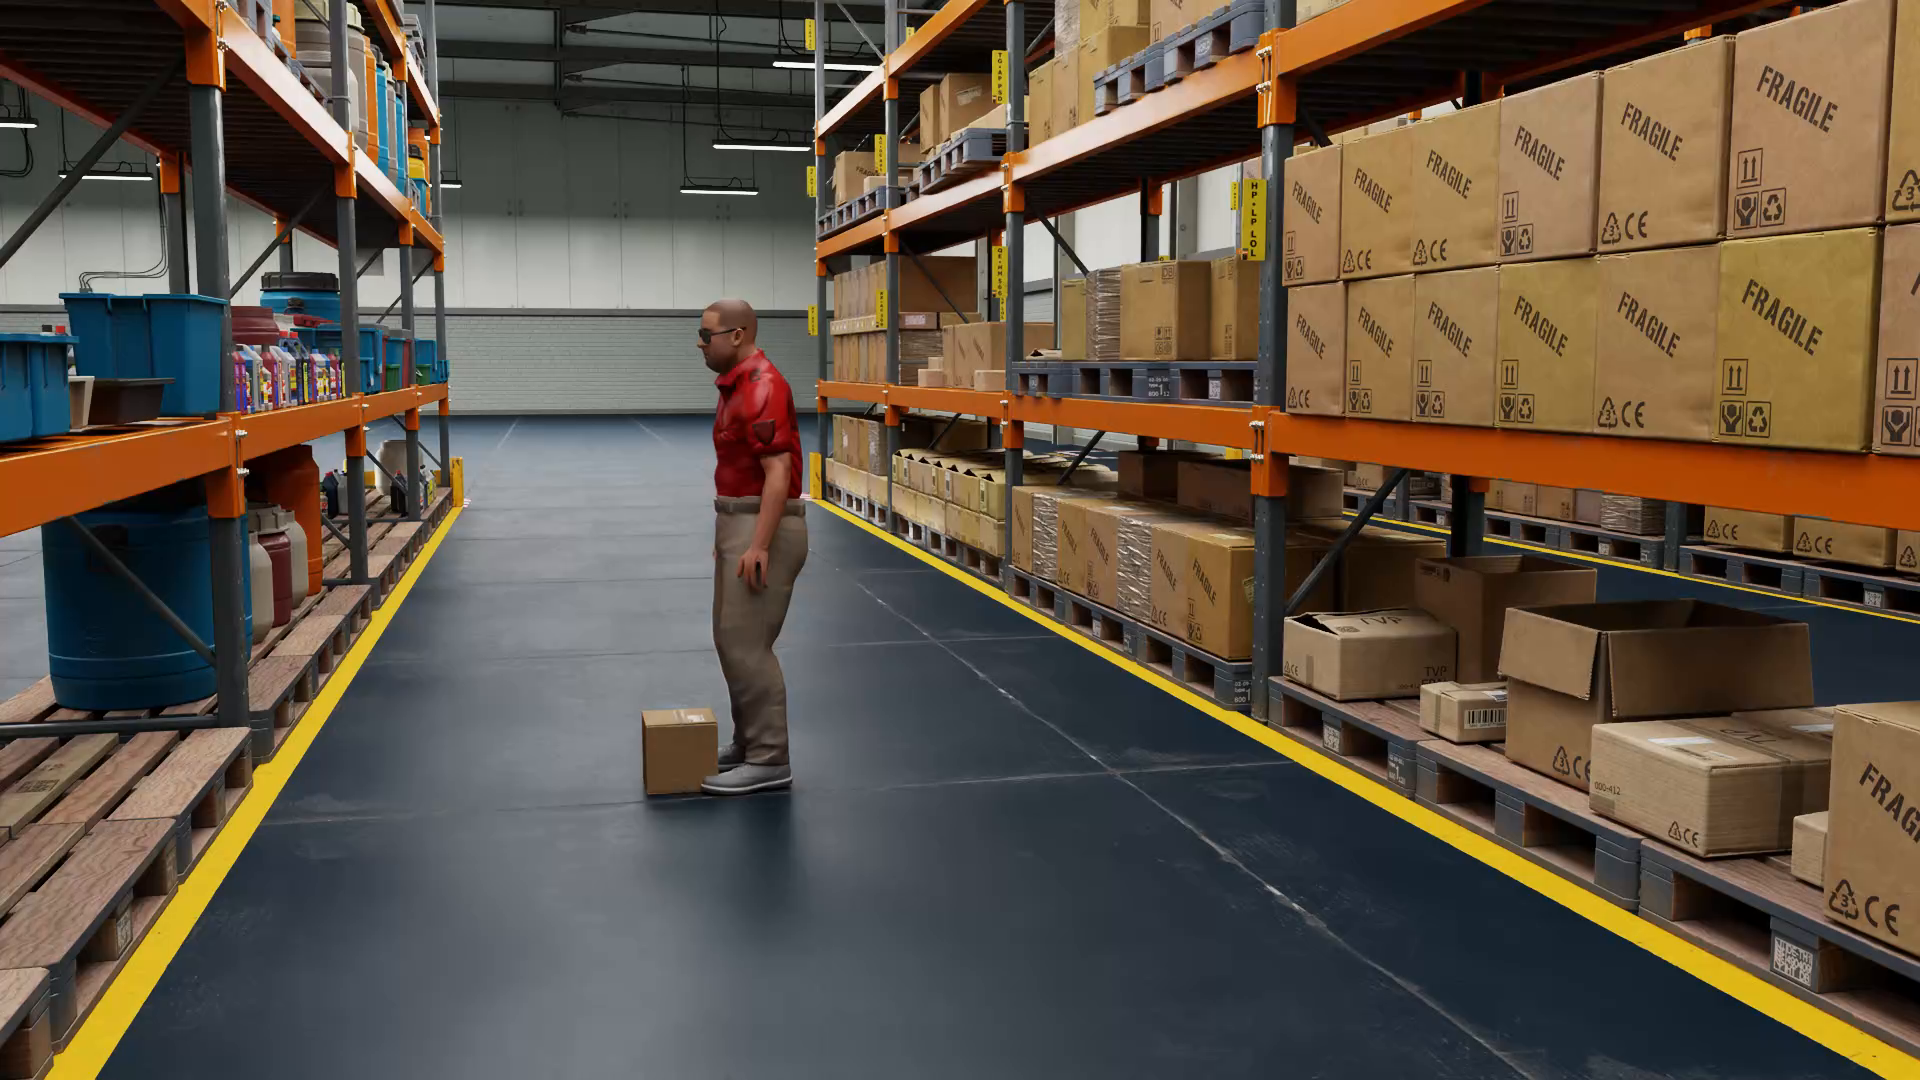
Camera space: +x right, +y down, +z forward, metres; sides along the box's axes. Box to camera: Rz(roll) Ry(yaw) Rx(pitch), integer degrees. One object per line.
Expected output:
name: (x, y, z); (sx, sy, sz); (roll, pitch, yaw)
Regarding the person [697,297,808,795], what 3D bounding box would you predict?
person: (-0.756, 0.010, 5.918); (0.399, 1.727, 0.606); (-2, 6, -17)
